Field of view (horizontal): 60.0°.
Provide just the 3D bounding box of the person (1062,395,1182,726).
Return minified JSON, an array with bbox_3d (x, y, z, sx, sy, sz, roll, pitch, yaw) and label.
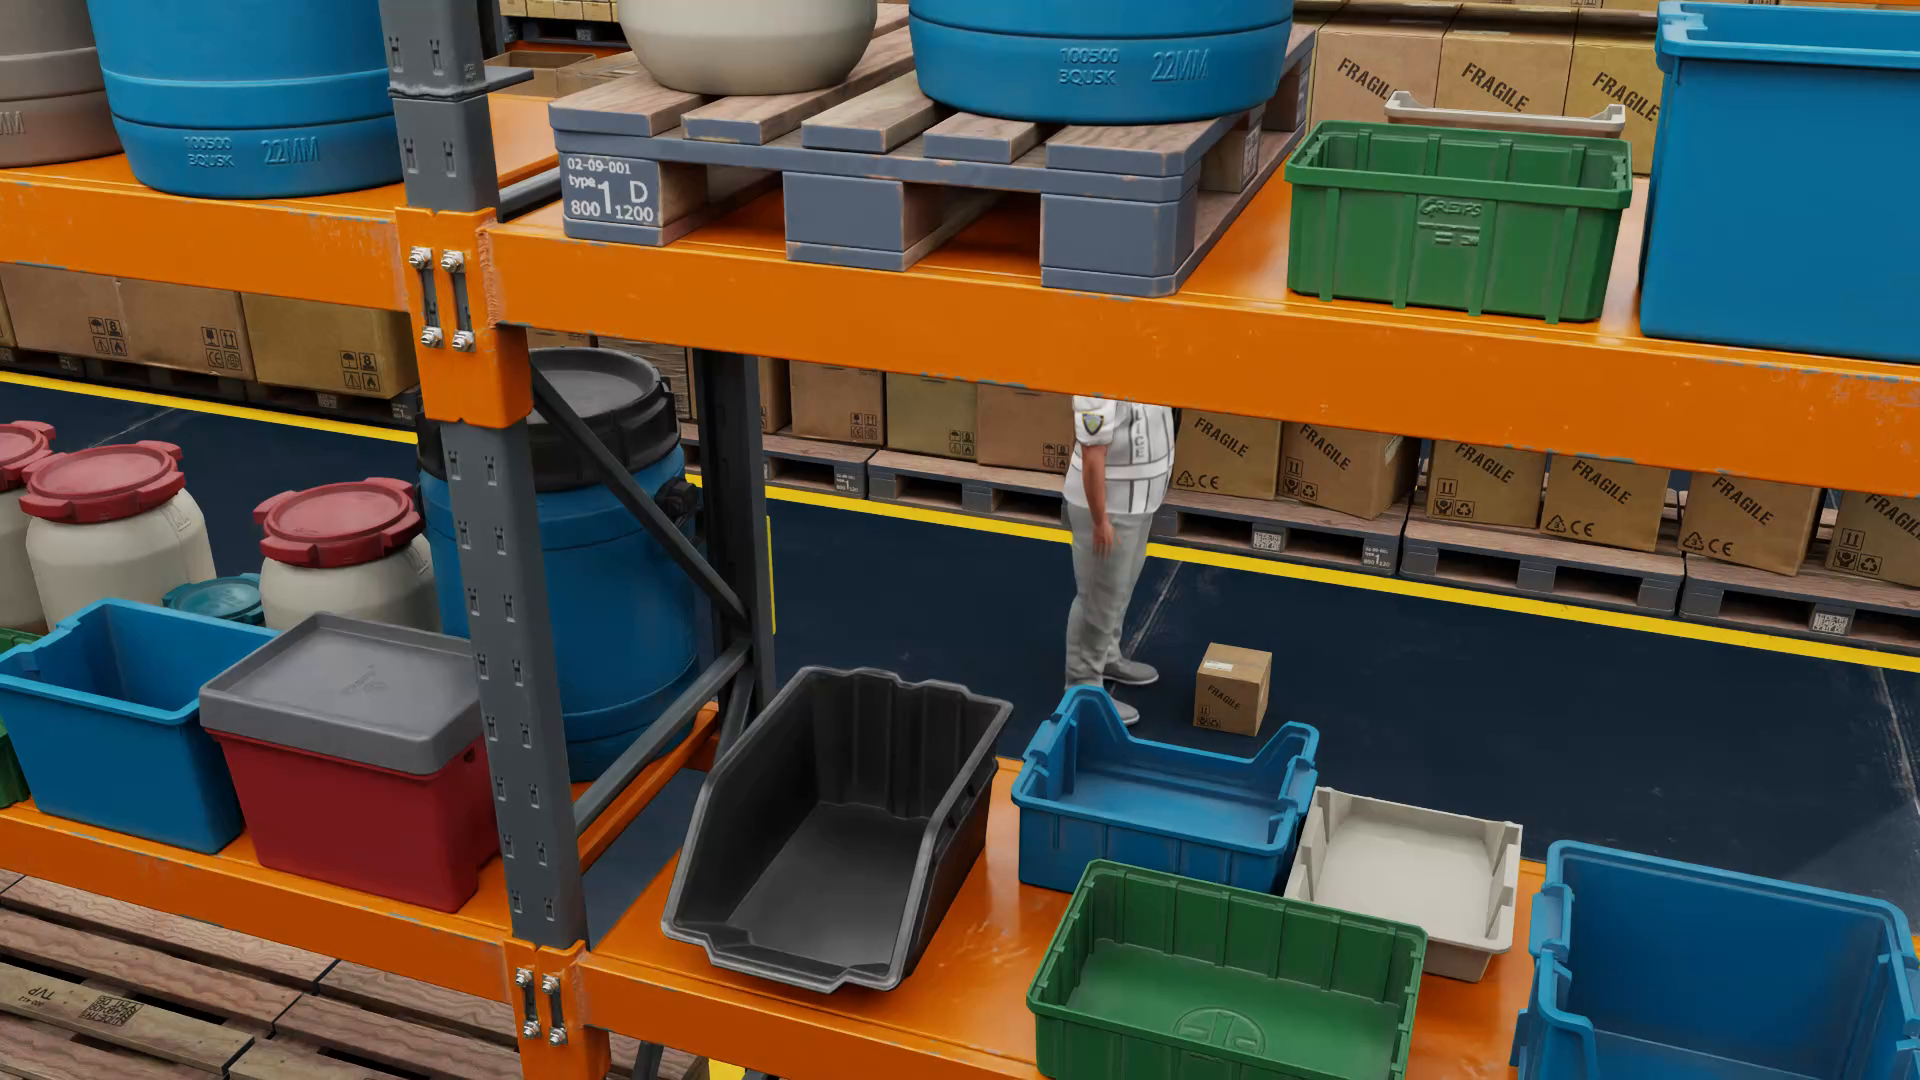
[{"bbox_3d":[0.619,-0.167,6.442,0.394,1.761,0.530,10,27,19],"label":"person"}]
